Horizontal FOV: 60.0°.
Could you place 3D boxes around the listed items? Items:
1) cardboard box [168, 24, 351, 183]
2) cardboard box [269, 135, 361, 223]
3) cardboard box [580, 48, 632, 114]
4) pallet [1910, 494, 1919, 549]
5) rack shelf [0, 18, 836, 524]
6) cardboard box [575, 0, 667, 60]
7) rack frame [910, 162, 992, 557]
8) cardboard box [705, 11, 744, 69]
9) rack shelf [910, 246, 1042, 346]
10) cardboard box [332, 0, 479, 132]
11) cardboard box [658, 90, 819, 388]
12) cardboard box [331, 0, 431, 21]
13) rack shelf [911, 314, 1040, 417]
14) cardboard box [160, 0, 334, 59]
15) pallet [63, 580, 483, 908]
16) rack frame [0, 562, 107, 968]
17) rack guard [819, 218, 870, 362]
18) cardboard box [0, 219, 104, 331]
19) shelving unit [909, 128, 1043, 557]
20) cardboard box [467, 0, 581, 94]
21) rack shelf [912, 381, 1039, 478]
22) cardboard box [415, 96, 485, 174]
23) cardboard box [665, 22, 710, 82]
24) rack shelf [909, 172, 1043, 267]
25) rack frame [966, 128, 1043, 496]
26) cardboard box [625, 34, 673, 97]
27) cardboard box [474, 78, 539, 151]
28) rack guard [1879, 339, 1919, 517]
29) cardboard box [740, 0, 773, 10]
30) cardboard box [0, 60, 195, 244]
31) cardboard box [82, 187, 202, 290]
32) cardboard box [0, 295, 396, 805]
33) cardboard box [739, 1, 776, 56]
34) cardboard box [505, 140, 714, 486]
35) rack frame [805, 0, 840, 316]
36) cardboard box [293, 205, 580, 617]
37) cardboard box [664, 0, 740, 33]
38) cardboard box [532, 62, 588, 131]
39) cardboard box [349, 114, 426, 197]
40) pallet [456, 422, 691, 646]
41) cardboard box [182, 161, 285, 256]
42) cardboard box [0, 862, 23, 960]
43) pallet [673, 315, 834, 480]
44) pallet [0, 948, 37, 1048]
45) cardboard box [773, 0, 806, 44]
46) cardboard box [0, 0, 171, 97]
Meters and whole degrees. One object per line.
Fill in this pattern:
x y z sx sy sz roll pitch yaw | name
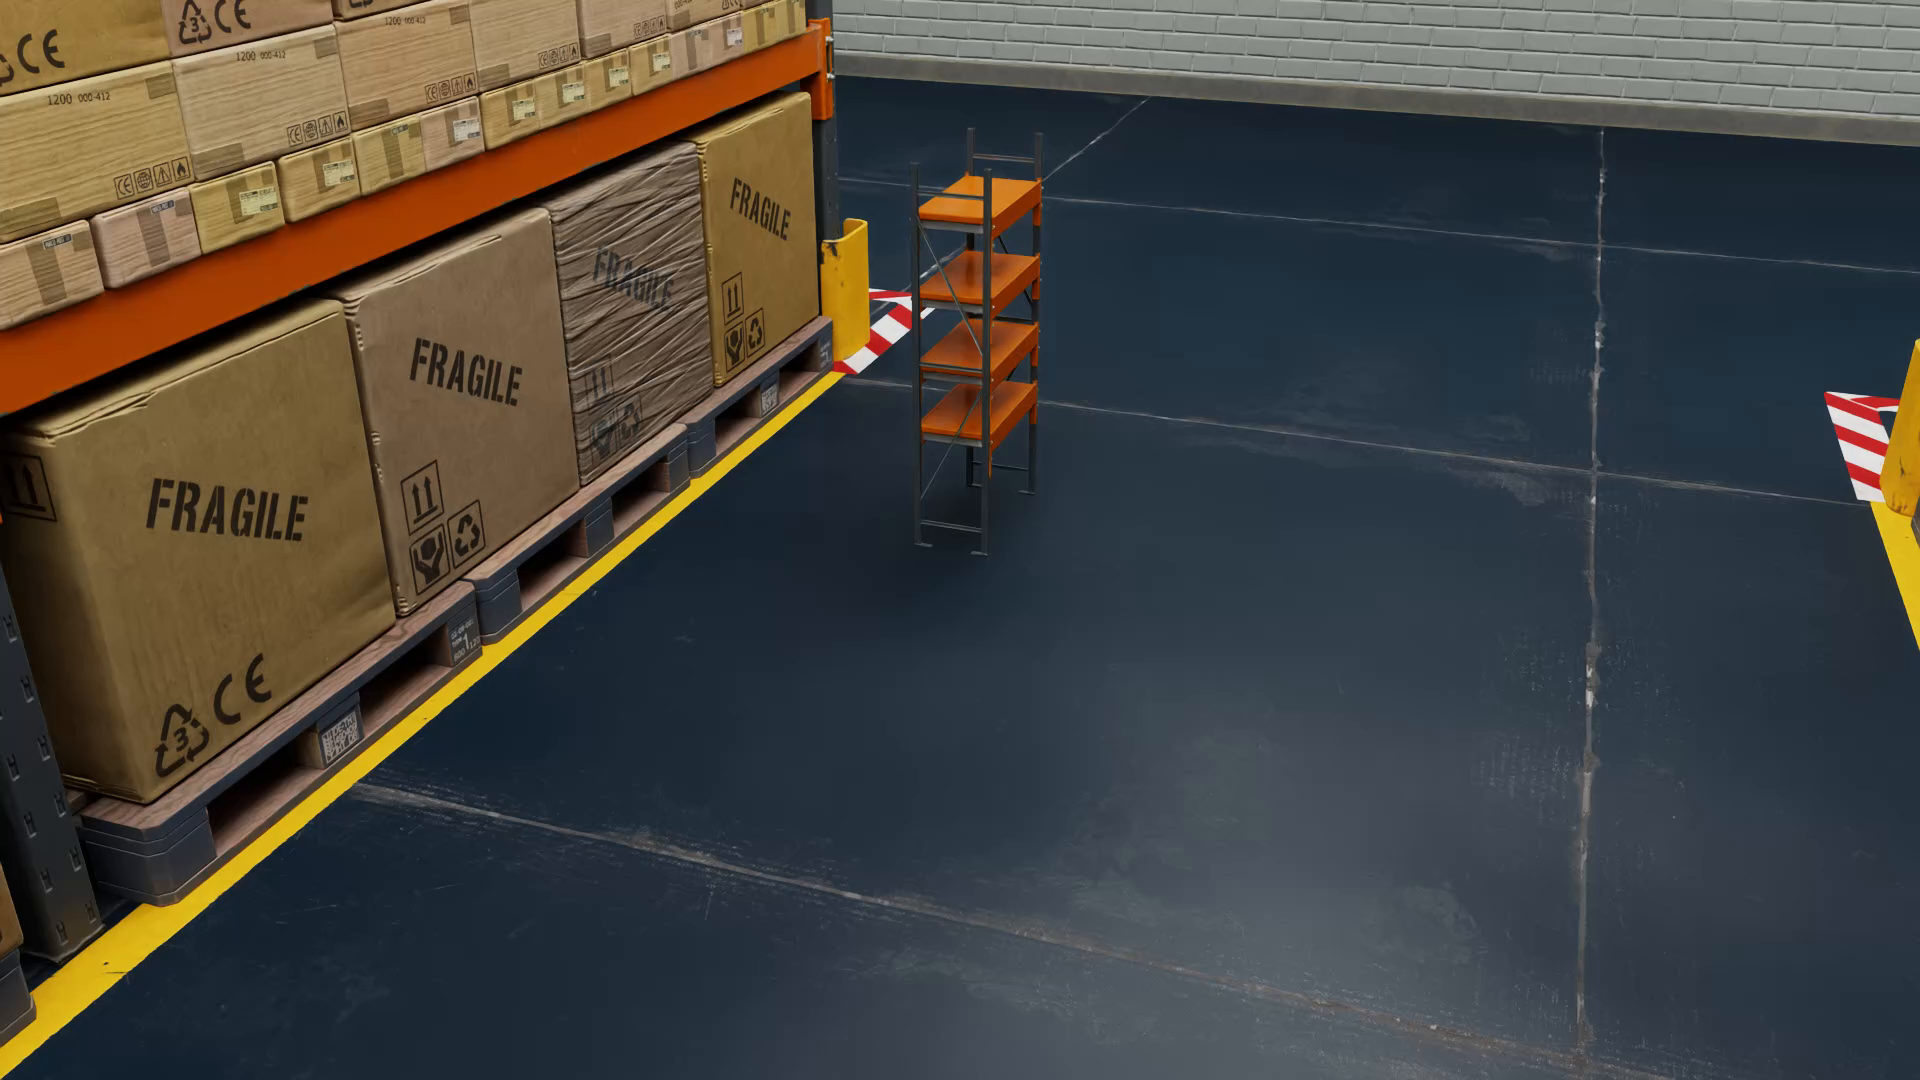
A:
-1.733 -0.992 3.687 0.500 0.250 0.500 9 27 17 | cardboard box
-1.634 -0.851 3.855 0.380 0.149 0.250 8 27 16 | cardboard box
-1.208 -1.377 4.939 0.380 0.149 0.250 9 27 18 | cardboard box
3.339 0.165 4.666 1.003 0.211 1.213 9 27 17 | pallet
-1.641 -1.065 4.832 1.077 0.370 4.000 9 27 17 | rack shelf
-1.225 -1.622 4.988 0.500 0.250 0.500 8 27 16 | cardboard box
-0.026 -0.508 4.922 0.240 1.200 0.015 9 27 17 | rack frame
-0.953 -1.693 5.592 0.380 0.149 0.250 9 27 18 | cardboard box
0.055 -0.749 5.061 0.258 0.148 0.480 9 27 17 | rack shelf
-1.566 -1.205 4.128 0.500 0.250 0.500 9 27 19 | cardboard box
-1.113 -1.169 6.178 0.875 0.875 0.875 9 27 17 | cardboard box
-1.566 -1.546 3.971 0.500 0.500 0.500 8 27 16 | cardboard box
0.055 -0.548 5.158 0.258 0.148 0.480 9 27 17 | rack shelf
-1.735 -1.332 3.528 0.500 0.500 0.500 9 27 17 | cardboard box
-1.980 0.387 4.208 1.003 0.211 1.213 9 27 17 | pallet
-2.307 -0.567 2.978 1.000 3.000 0.127 9 27 17 | rack frame
-0.967 -1.095 6.938 1.175 0.500 0.348 9 27 17 | rack guard
-1.894 -0.527 3.184 0.380 0.149 0.250 9 27 18 | cardboard box
0.055 -0.608 5.129 0.258 1.200 0.503 9 27 17 | shelving unit
-1.394 -1.407 4.545 0.500 0.250 0.500 9 27 18 | cardboard box
0.055 -0.369 5.245 0.258 0.148 0.480 9 27 17 | rack shelf
-1.464 -1.060 4.285 0.380 0.149 0.250 9 27 18 | cardboard box
-1.037 -1.590 5.381 0.380 0.149 0.250 9 27 18 | cardboard box
0.055 -0.962 4.958 0.258 0.148 0.480 9 27 17 | rack shelf
0.136 -0.708 5.336 0.240 1.200 0.015 9 27 17 | rack frame
-1.122 -1.483 5.160 0.380 0.149 0.250 8 27 16 | cardboard box
-1.377 -1.168 4.508 0.380 0.149 0.250 8 27 16 | cardboard box
3.643 -0.293 5.282 1.175 0.500 0.348 9 27 17 | rack guard
-0.886 -2.039 5.850 0.500 0.250 0.500 8 27 17 | cardboard box
-1.903 -0.788 3.266 0.500 0.250 0.500 8 27 16 | cardboard box
-1.807 -0.635 3.407 0.380 0.149 0.250 8 27 16 | cardboard box
-2.011 -0.059 3.886 0.875 0.875 0.875 9 27 17 | cardboard box
-0.868 -1.796 5.806 0.380 0.149 0.250 9 27 18 | cardboard box
-1.416 -0.795 5.405 0.875 0.875 0.875 9 27 17 | cardboard box
-0.975 -2.210 6.373 1.000 3.000 0.127 9 27 17 | rack frame
-1.712 -0.429 4.650 0.875 0.875 0.875 9 27 17 | cardboard box
-1.056 -1.831 5.420 0.500 0.250 0.500 8 27 17 | cardboard box
-1.292 -1.275 4.730 0.380 0.149 0.250 9 27 18 | cardboard box
-1.549 -0.957 4.072 0.380 0.149 0.250 8 27 17 | cardboard box
-1.575 -0.116 5.247 1.003 0.211 1.213 9 27 17 | pallet
-1.720 -0.743 3.631 0.380 0.149 0.250 10 27 19 | cardboard box
-2.501 0.467 2.800 1.225 0.875 0.875 9 27 18 | cardboard box
-1.168 -0.615 6.279 1.003 0.211 1.213 9 27 17 | pallet
-2.492 1.016 2.908 1.003 0.211 1.213 9 27 17 | pallet
-0.783 -1.903 6.027 0.380 0.149 0.250 9 27 18 | cardboard box
-1.906 -1.130 3.113 0.500 0.500 0.500 9 27 17 | cardboard box
